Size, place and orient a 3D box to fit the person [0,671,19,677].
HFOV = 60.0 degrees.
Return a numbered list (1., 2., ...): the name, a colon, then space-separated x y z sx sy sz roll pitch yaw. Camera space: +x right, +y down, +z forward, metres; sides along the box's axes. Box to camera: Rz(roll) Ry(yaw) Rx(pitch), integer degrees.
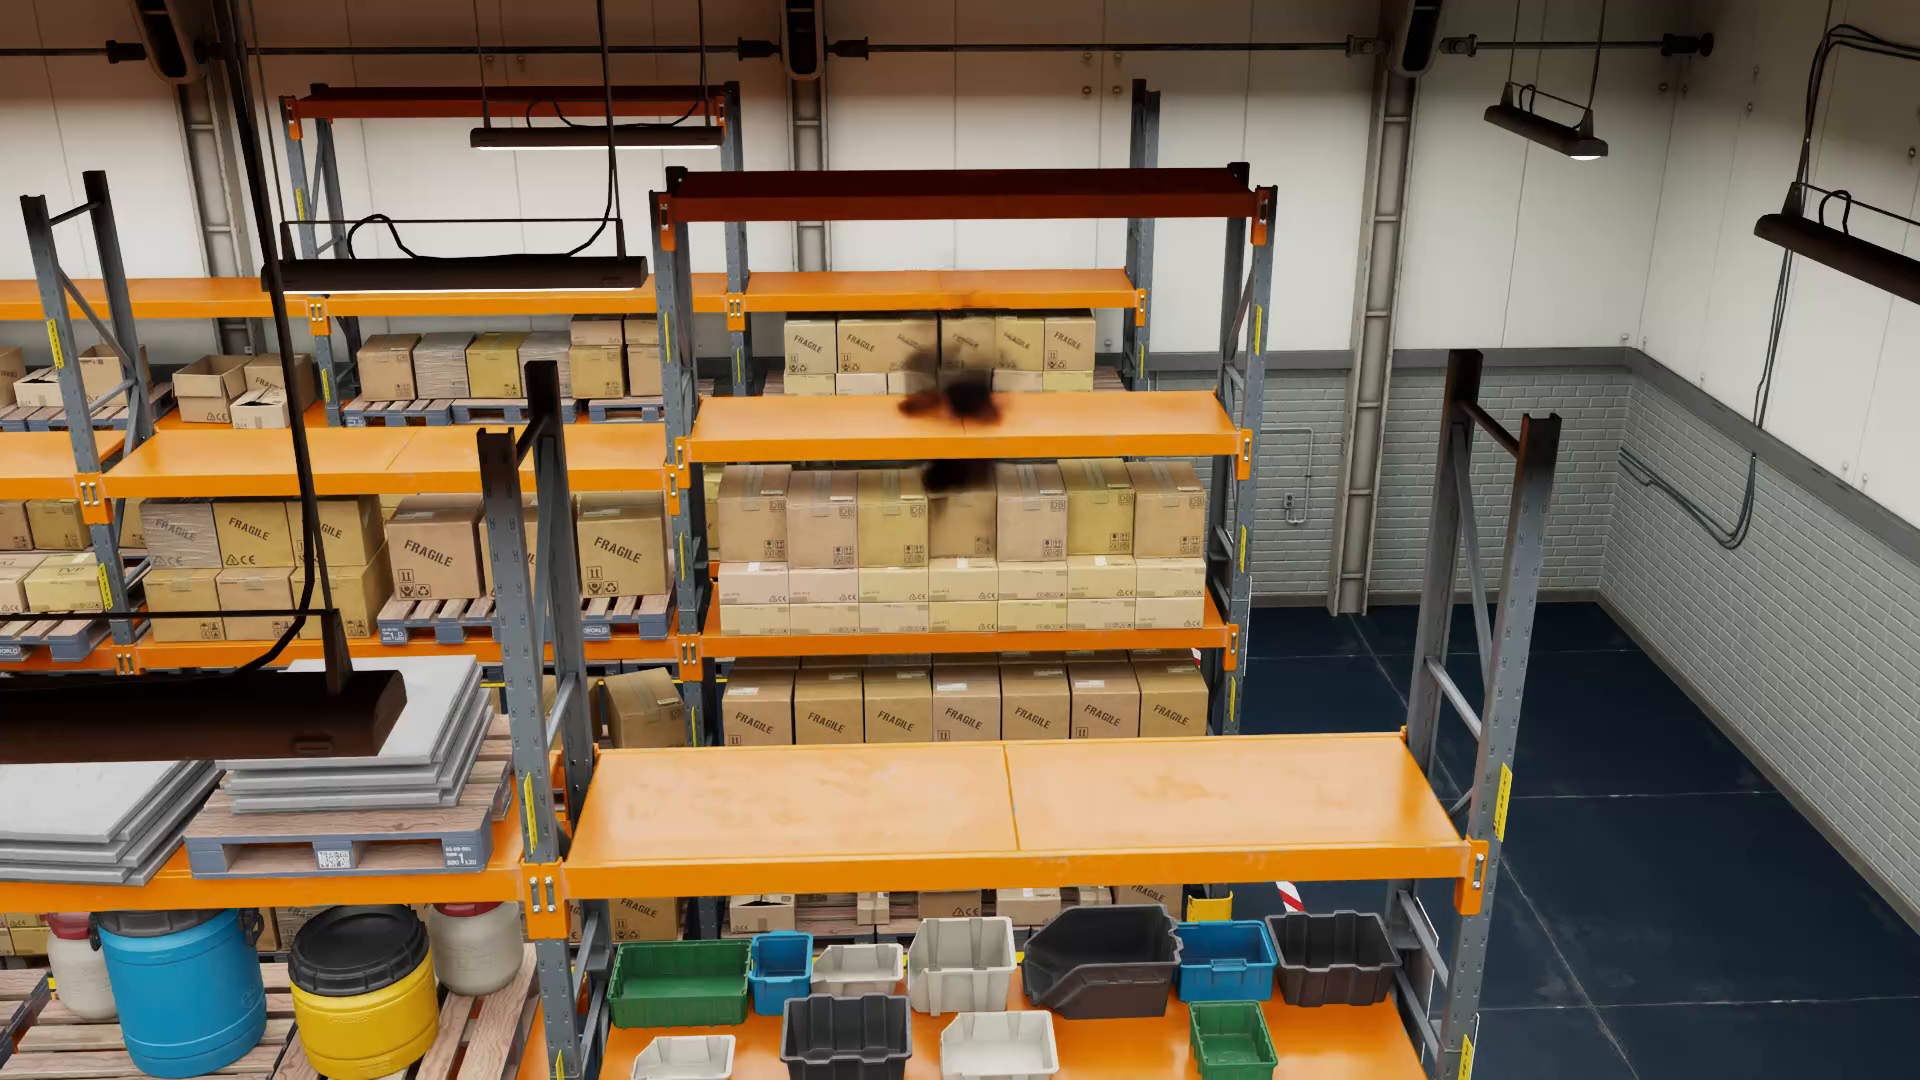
1. person: -8.461 1.673 14.759 0.756 1.756 0.635 -2 22 -5
